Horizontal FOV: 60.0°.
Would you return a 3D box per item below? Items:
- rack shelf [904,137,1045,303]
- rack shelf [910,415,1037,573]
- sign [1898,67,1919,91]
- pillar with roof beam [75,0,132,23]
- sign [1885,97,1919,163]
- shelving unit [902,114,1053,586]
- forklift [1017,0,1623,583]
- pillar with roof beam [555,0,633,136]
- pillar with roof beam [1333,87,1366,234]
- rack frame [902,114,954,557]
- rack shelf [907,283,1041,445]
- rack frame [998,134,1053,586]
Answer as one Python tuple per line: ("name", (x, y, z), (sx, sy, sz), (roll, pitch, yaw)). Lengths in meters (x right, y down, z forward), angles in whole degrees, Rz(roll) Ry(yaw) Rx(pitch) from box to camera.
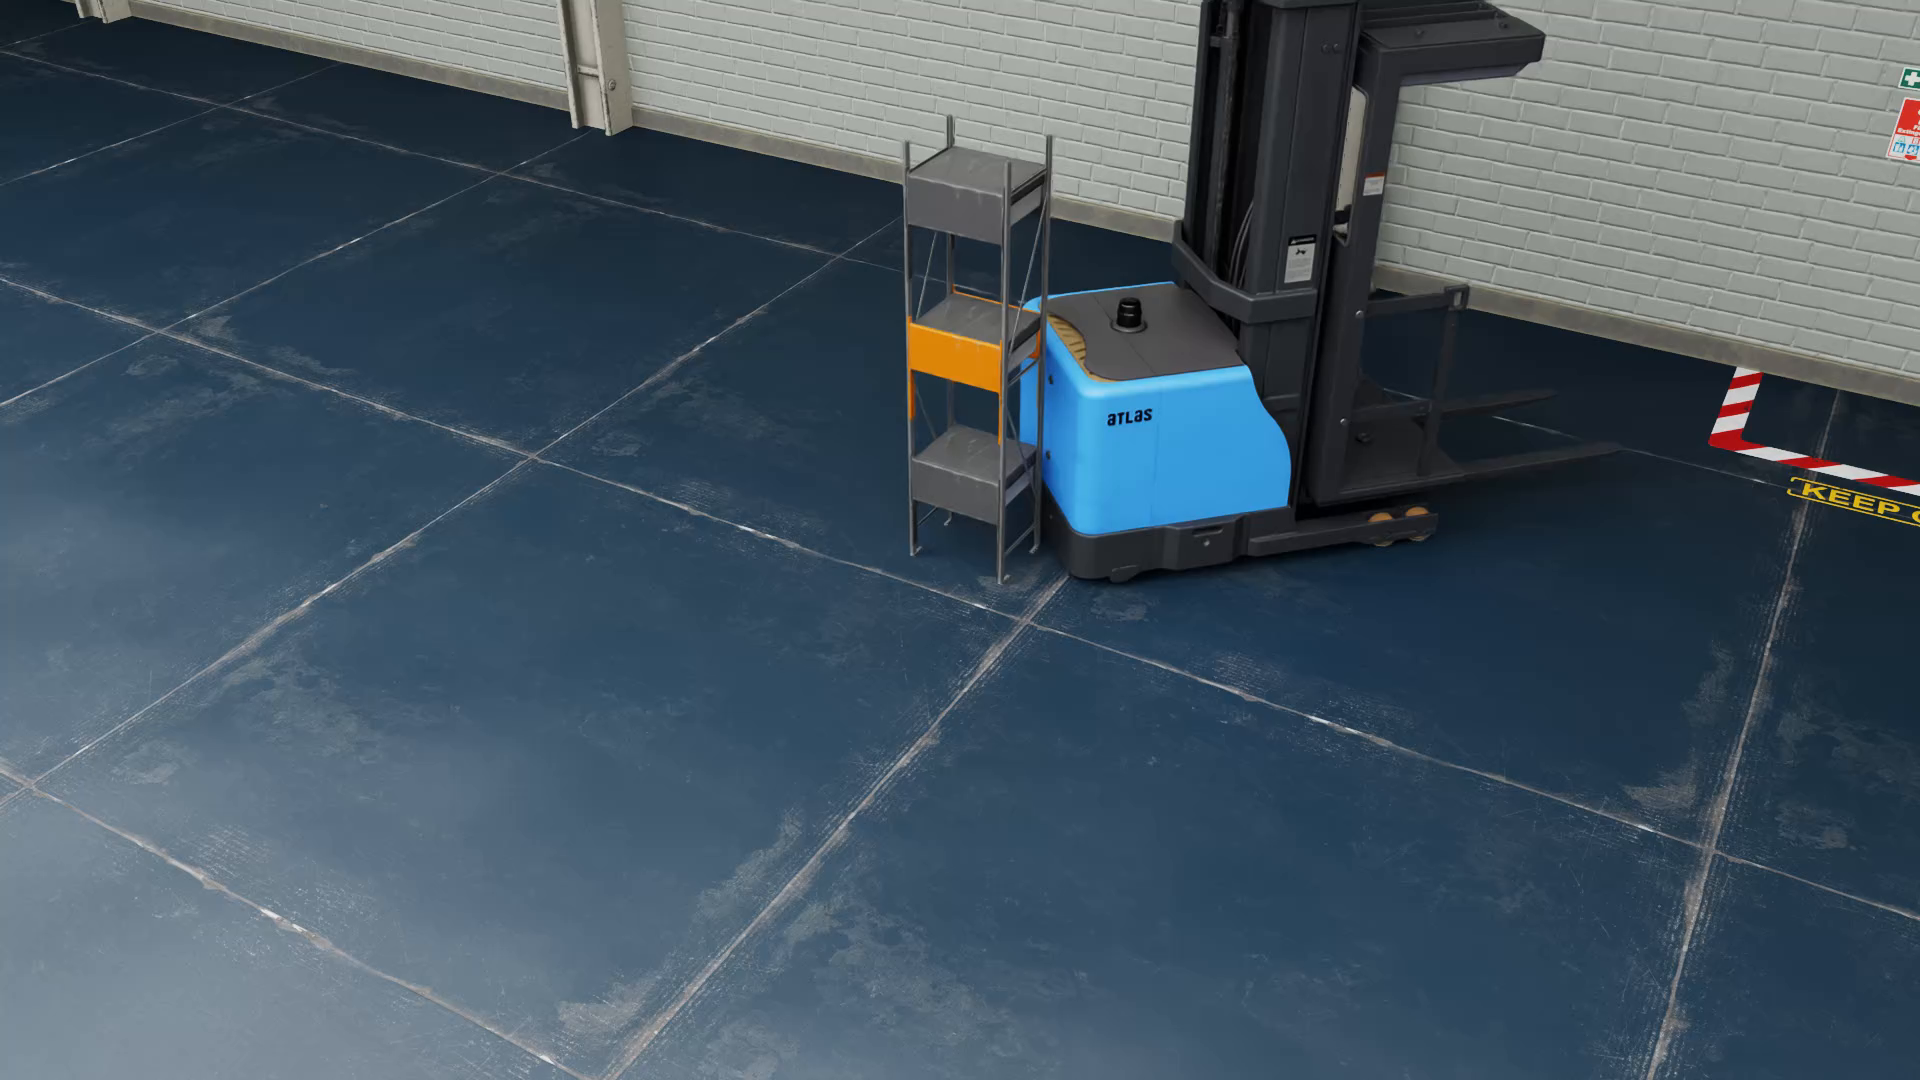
("rack shelf", (0.076, -1.390, 7.205), (0.480, 0.518, 0.431), (18, 38, 25))
("rack shelf", (0.076, -0.225, 7.981), (0.480, 0.518, 0.431), (18, 38, 25))
("sign", (5.039, -2.363, 8.582), (0.331, 0.109, 0.001), (18, 37, 24))
("pillar with roof beam", (-10.169, -6.609, 10.056), (0.400, 9.000, 9.100), (18, 37, 24))
("sign", (5.040, -2.148, 8.737), (0.234, 0.329, 0.001), (18, 37, 24))
("shelving unit", (0.076, -0.819, 7.586), (0.503, 2.100, 0.431), (18, 38, 25))
("forklift", (1.864, -1.461, 7.800), (3.031, 2.935, 1.130), (-9, 35, -13))
("pillar with roof beam", (-4.959, -4.959, 7.578), (0.400, 9.000, 9.100), (18, 37, 24))
("pillar with roof beam", (0.250, -3.309, 5.100), (0.400, 9.000, 9.100), (18, 37, 24))
("rack frame", (-0.135, -0.887, 7.687), (0.015, 2.100, 0.400), (18, 38, 25))
("rack shelf", (0.076, -0.808, 7.593), (0.480, 0.518, 0.431), (18, 38, 25))
("rack frame", (0.287, -0.751, 7.484), (0.015, 2.100, 0.400), (18, 38, 25))
